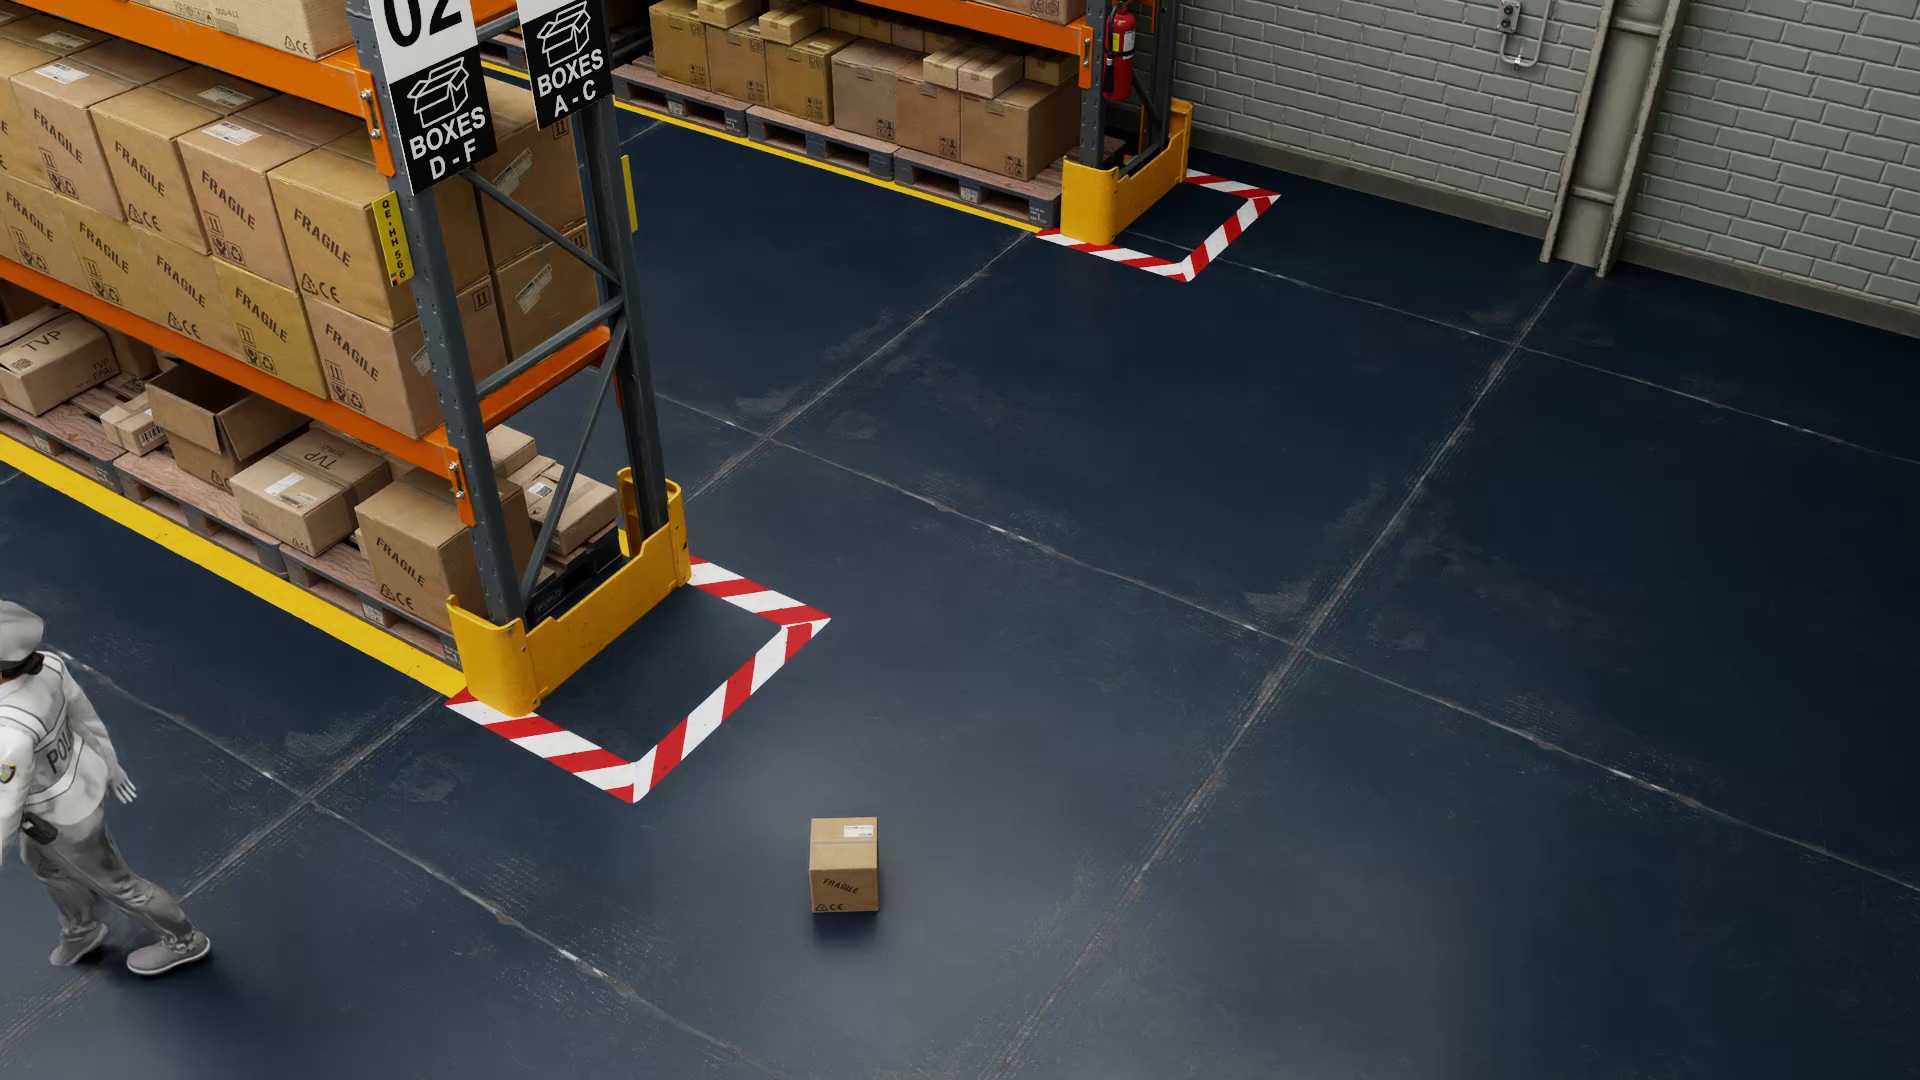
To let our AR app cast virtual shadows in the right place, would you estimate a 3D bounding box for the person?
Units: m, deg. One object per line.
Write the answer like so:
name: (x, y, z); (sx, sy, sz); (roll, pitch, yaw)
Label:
person: (-3.030, 0.919, 5.542); (0.606, 1.760, 0.478); (-9, 40, -11)
